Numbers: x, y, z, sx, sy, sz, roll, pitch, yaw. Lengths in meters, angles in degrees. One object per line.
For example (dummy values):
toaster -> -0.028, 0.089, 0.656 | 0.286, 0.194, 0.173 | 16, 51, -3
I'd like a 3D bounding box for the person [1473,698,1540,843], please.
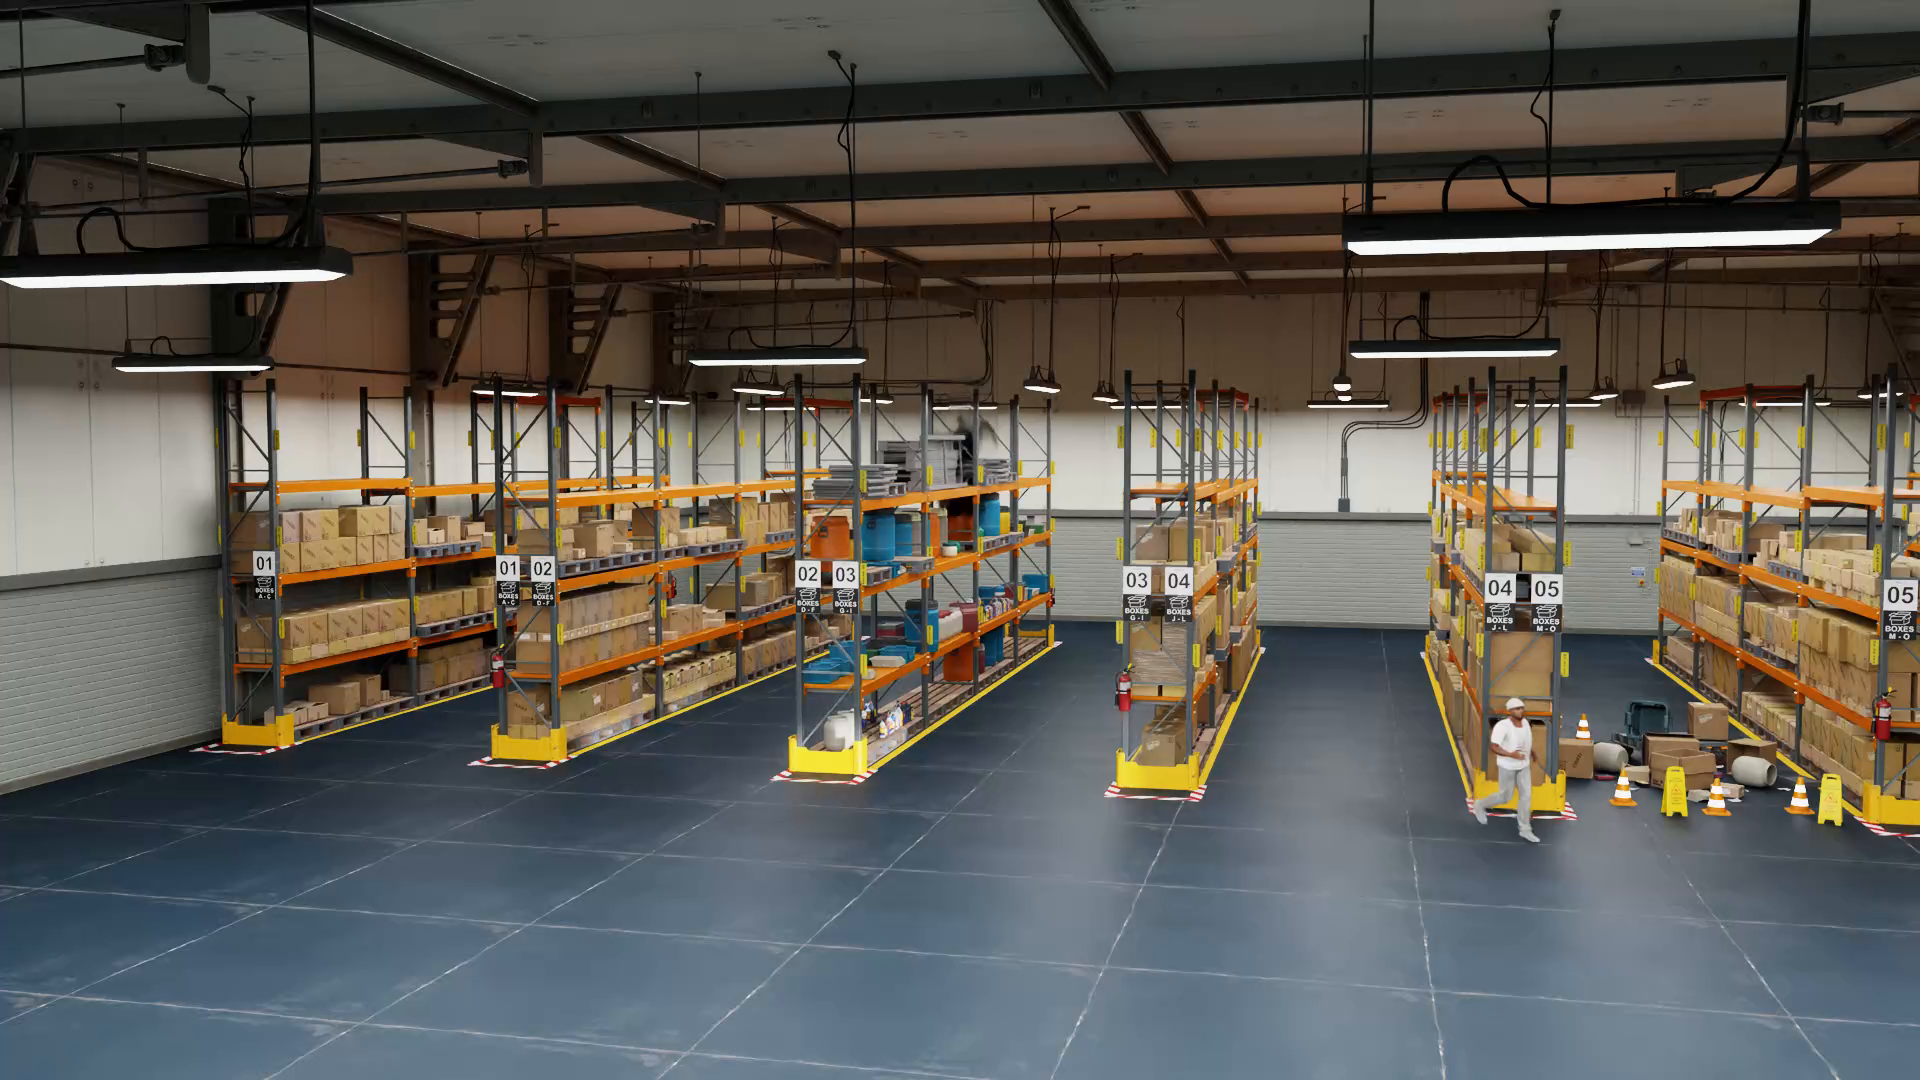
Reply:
person -> 6.965, 2.864, 21.021 | 0.709, 1.768, 0.952 | -2, 4, -26
